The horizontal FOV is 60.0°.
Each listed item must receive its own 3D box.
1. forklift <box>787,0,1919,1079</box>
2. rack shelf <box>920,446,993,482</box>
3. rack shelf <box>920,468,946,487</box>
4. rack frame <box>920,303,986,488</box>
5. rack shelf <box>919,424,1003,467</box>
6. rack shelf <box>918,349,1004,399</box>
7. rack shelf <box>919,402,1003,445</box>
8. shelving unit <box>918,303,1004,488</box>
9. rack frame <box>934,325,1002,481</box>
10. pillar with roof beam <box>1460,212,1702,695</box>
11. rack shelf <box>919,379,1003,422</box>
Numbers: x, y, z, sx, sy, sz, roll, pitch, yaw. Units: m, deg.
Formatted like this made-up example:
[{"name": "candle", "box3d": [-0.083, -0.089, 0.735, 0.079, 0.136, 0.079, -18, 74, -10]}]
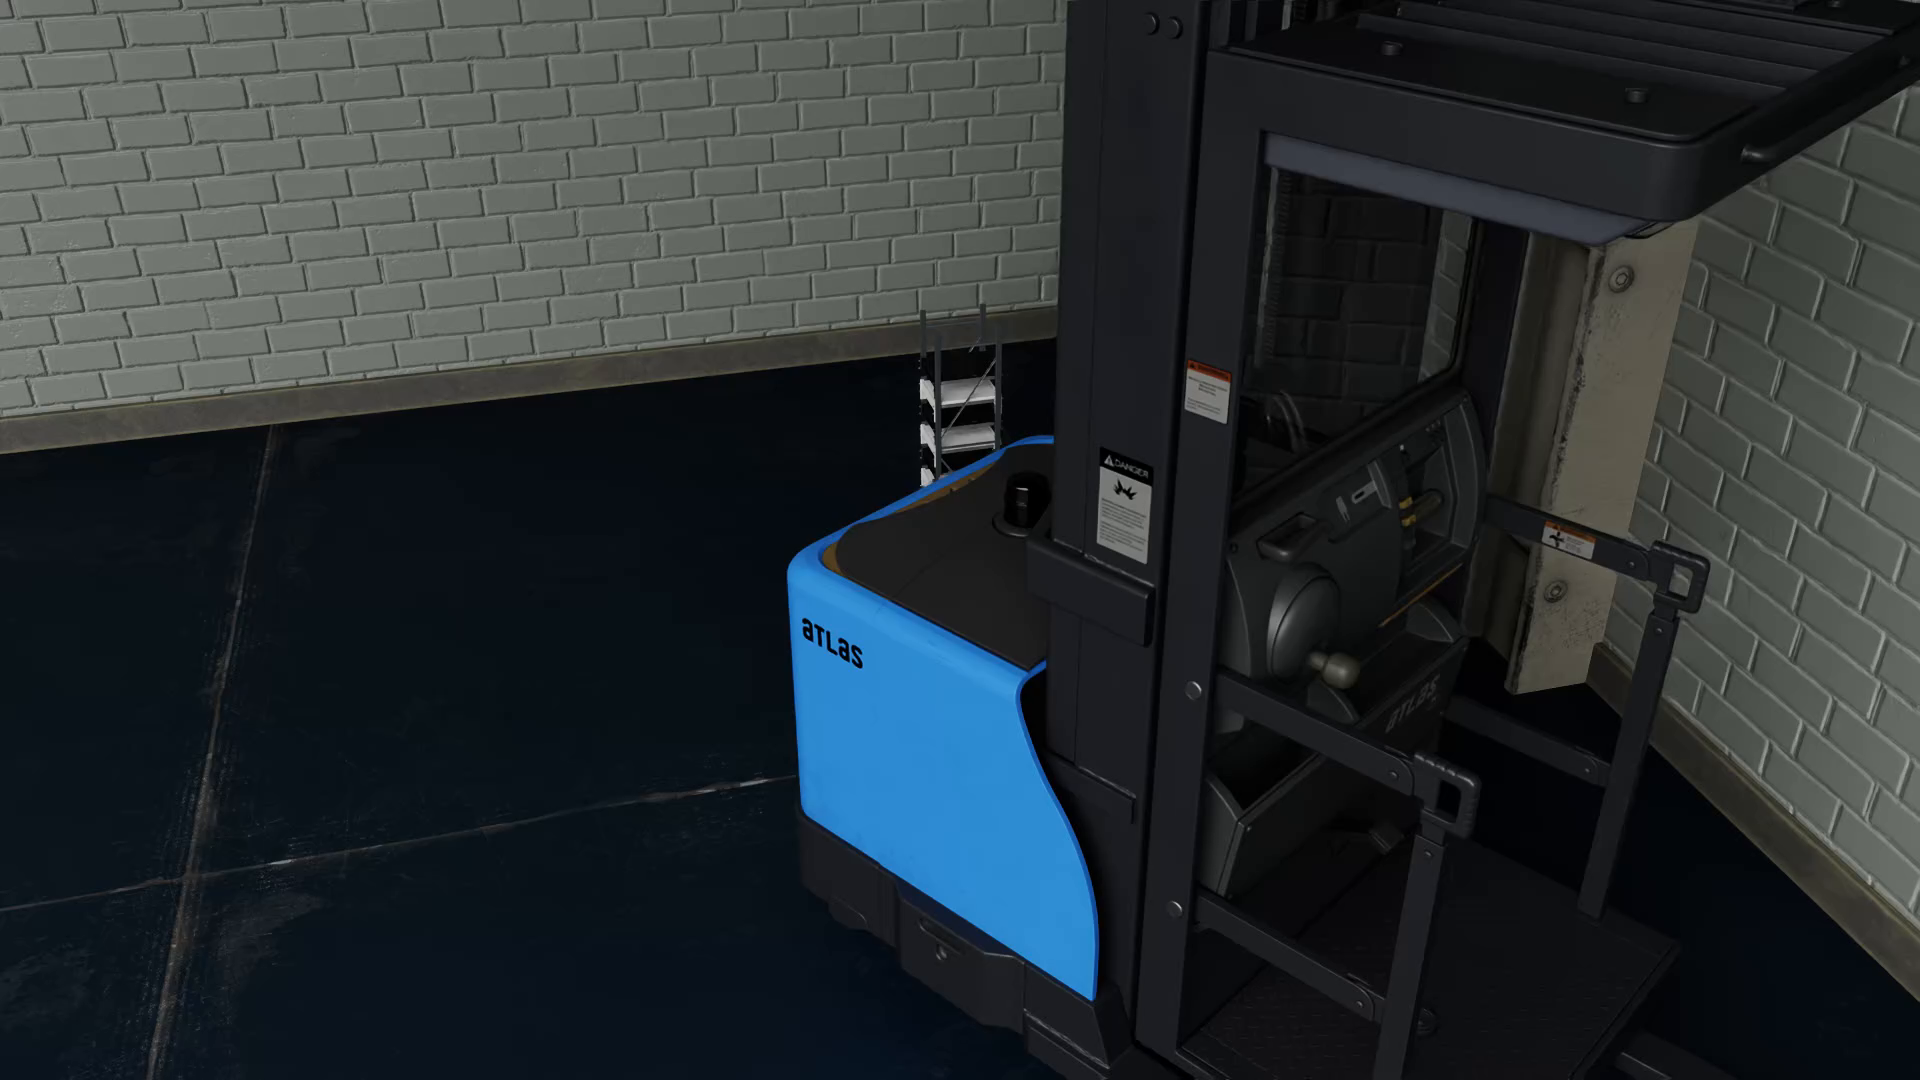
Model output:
[{"name": "forklift", "box3d": [0.982, 0.025, 3.281, 3.031, 2.935, 1.130, 25, 38, 36]}, {"name": "rack shelf", "box3d": [0.002, -0.279, 6.080, 0.258, 0.077, 0.200, -8, 31, -13]}, {"name": "rack shelf", "box3d": [0.002, -0.201, 6.125, 0.258, 0.077, 0.200, -8, 31, -13]}, {"name": "rack frame", "box3d": [-0.025, -0.435, 6.103, 0.240, 0.900, 0.006, -8, 31, -13]}, {"name": "rack shelf", "box3d": [0.002, -0.357, 6.034, 0.258, 0.077, 0.200, -8, 31, -13]}, {"name": "rack shelf", "box3d": [0.002, -0.590, 5.899, 0.258, 0.077, 0.200, -8, 31, -13]}, {"name": "rack shelf", "box3d": [0.002, -0.435, 5.989, 0.258, 0.077, 0.200, -8, 31, -13]}, {"name": "shelving unit", "box3d": [0.002, -0.386, 6.018, 0.258, 0.900, 0.210, -8, 31, -13]}, {"name": "rack frame", "box3d": [0.029, -0.336, 5.933, 0.240, 0.900, 0.006, -8, 31, -13]}, {"name": "pillar with roof beam", "box3d": [-2.268, -2.937, 2.341, 9.100, 9.000, 0.400, -8, 31, -13]}, {"name": "rack shelf", "box3d": [0.002, -0.512, 5.944, 0.258, 0.077, 0.200, -8, 31, -13]}]
